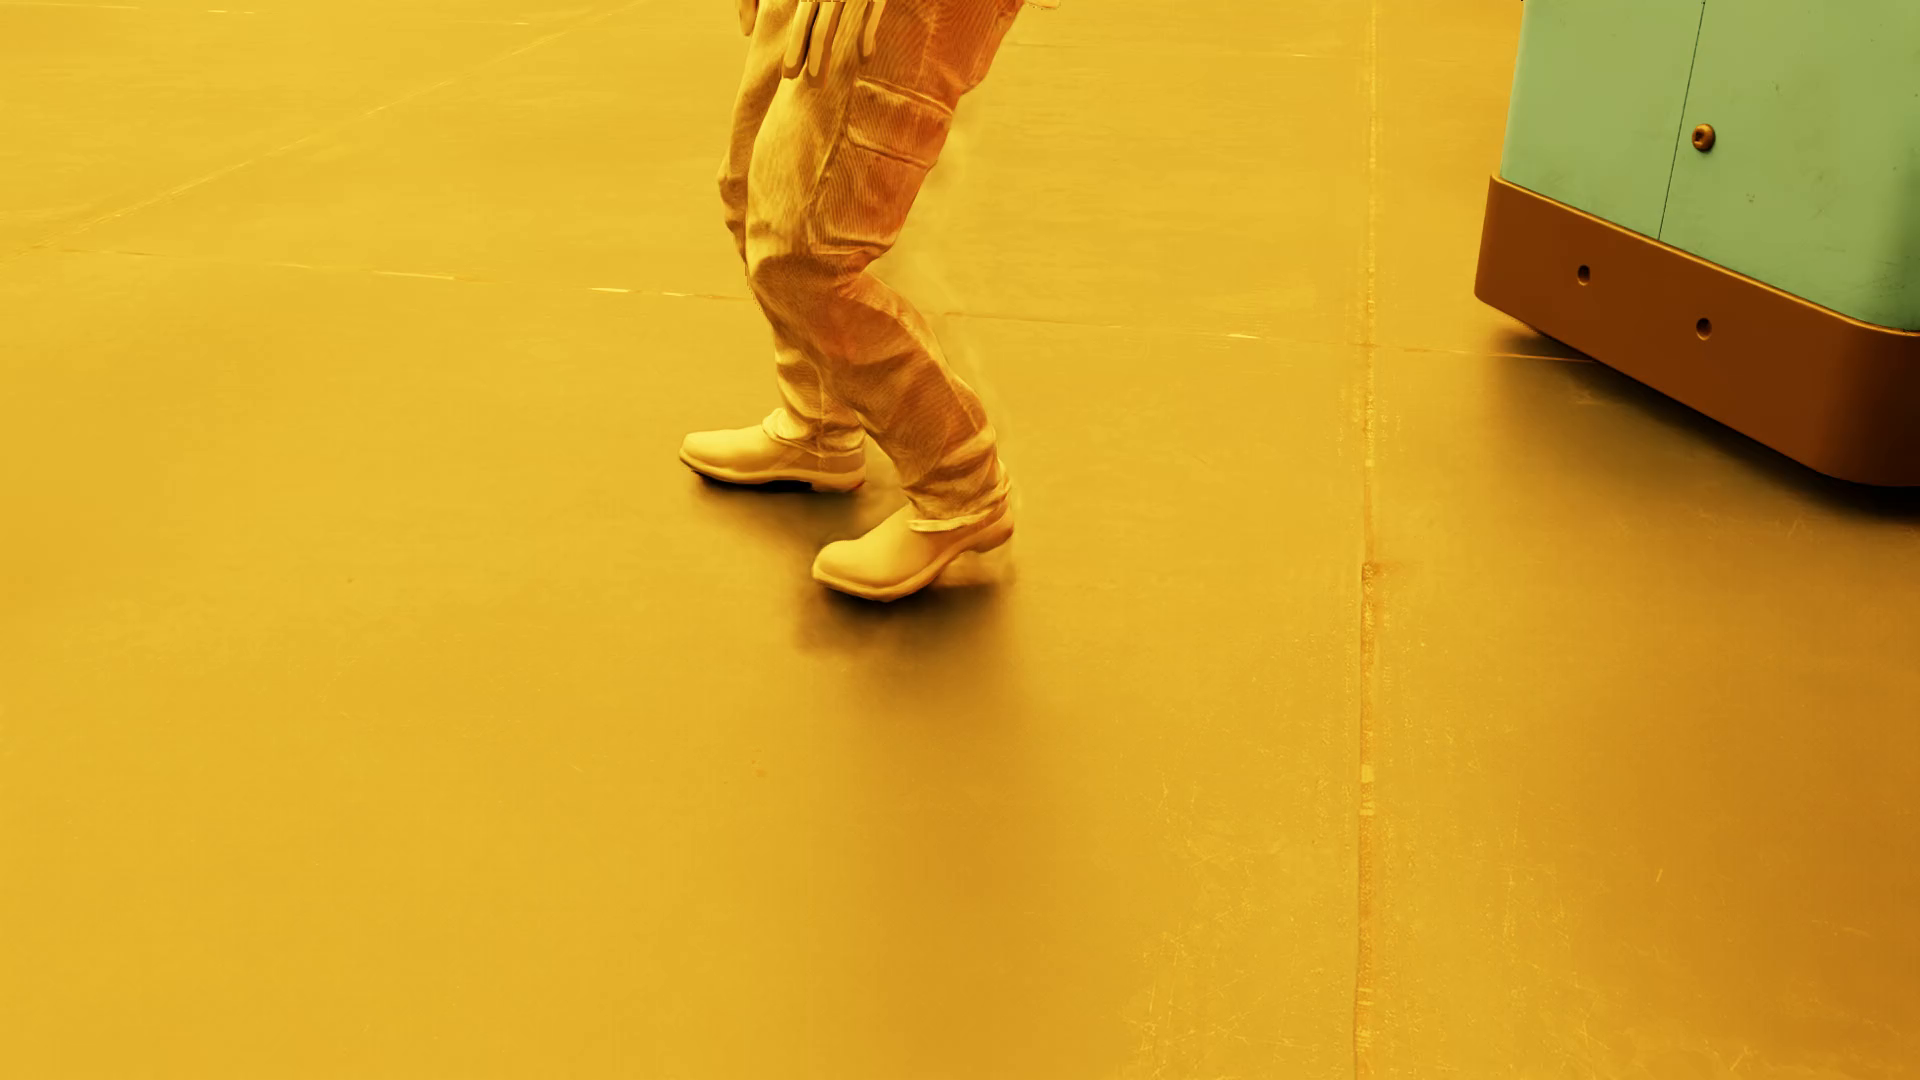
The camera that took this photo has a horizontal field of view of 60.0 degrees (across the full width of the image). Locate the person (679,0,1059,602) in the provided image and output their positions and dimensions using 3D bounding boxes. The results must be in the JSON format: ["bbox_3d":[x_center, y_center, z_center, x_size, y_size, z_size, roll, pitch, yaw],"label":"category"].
[{"bbox_3d":[-0.126,-0.759,2.098,0.523,1.727,0.773,-6,27,-12],"label":"person"}]

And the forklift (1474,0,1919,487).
[{"bbox_3d":[2.594,-1.760,2.735,3.031,2.935,1.130,-9,28,-17],"label":"forklift"}]
